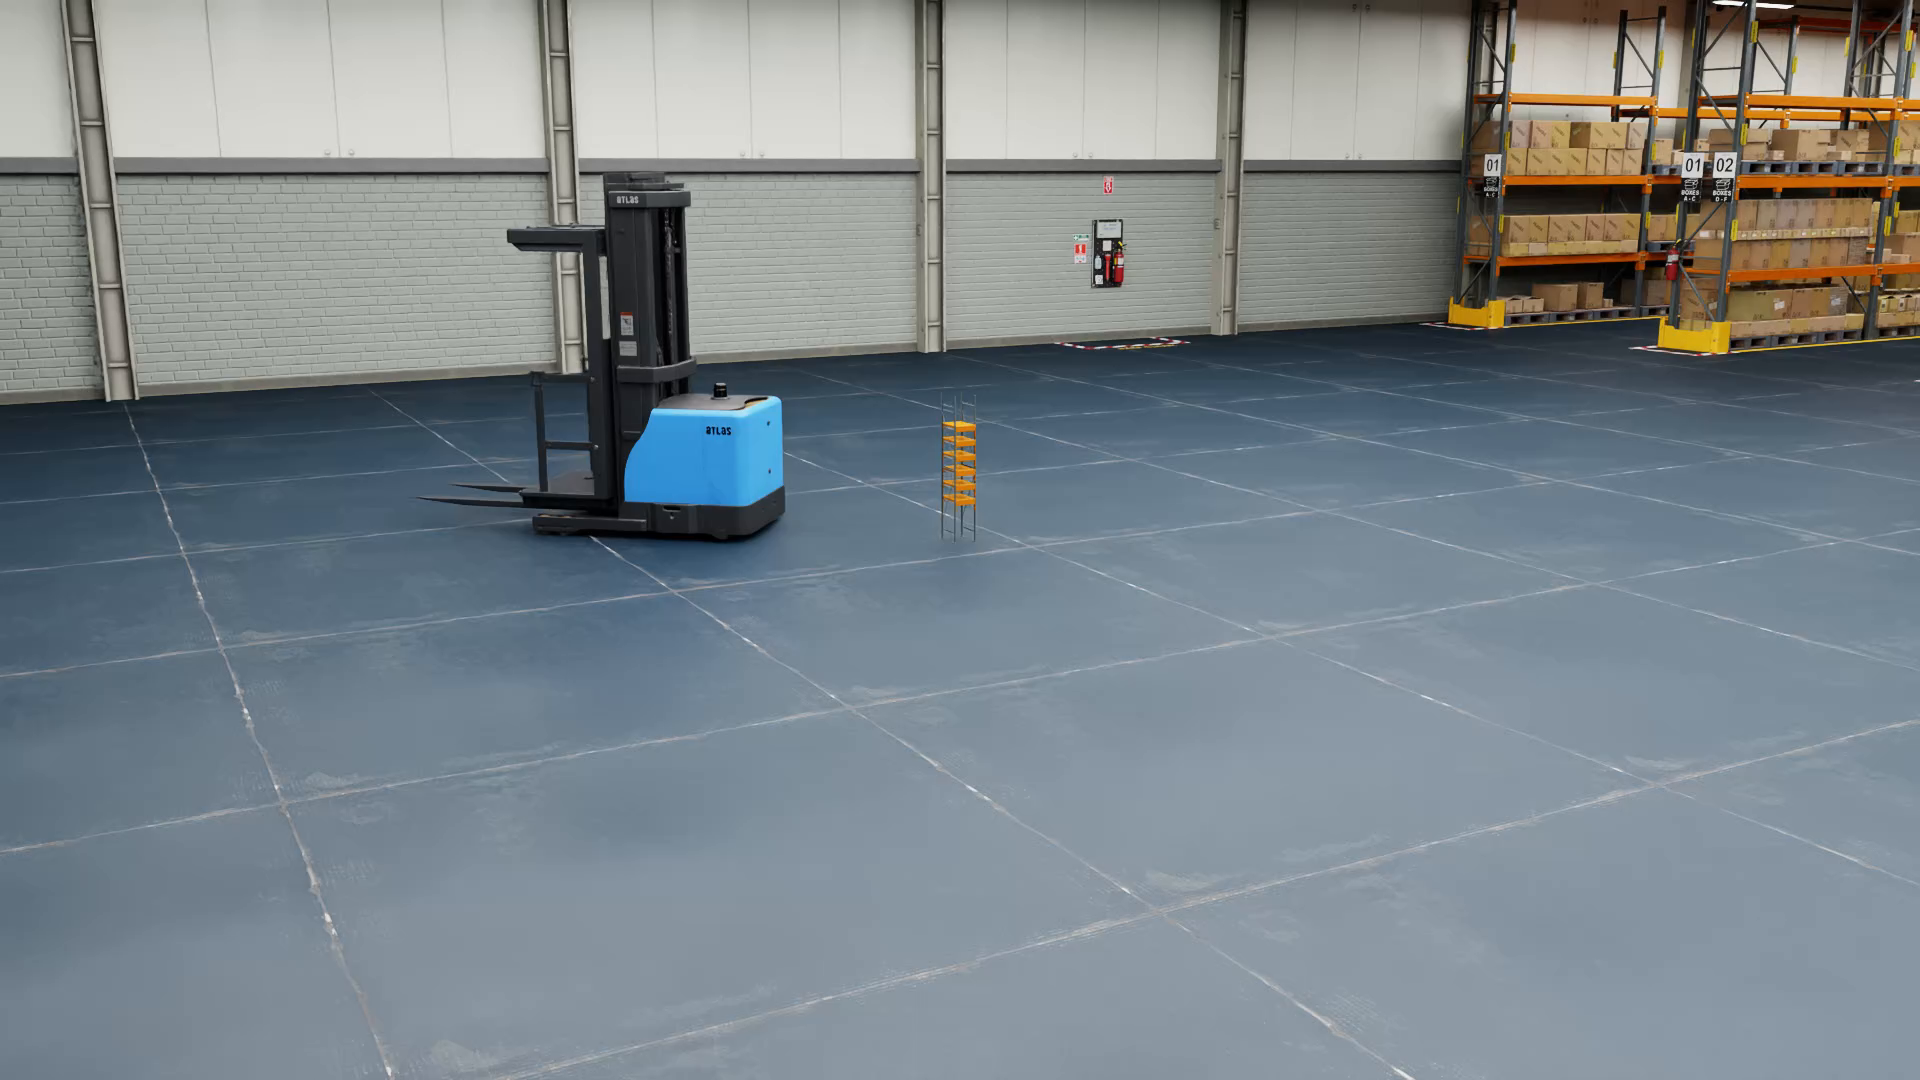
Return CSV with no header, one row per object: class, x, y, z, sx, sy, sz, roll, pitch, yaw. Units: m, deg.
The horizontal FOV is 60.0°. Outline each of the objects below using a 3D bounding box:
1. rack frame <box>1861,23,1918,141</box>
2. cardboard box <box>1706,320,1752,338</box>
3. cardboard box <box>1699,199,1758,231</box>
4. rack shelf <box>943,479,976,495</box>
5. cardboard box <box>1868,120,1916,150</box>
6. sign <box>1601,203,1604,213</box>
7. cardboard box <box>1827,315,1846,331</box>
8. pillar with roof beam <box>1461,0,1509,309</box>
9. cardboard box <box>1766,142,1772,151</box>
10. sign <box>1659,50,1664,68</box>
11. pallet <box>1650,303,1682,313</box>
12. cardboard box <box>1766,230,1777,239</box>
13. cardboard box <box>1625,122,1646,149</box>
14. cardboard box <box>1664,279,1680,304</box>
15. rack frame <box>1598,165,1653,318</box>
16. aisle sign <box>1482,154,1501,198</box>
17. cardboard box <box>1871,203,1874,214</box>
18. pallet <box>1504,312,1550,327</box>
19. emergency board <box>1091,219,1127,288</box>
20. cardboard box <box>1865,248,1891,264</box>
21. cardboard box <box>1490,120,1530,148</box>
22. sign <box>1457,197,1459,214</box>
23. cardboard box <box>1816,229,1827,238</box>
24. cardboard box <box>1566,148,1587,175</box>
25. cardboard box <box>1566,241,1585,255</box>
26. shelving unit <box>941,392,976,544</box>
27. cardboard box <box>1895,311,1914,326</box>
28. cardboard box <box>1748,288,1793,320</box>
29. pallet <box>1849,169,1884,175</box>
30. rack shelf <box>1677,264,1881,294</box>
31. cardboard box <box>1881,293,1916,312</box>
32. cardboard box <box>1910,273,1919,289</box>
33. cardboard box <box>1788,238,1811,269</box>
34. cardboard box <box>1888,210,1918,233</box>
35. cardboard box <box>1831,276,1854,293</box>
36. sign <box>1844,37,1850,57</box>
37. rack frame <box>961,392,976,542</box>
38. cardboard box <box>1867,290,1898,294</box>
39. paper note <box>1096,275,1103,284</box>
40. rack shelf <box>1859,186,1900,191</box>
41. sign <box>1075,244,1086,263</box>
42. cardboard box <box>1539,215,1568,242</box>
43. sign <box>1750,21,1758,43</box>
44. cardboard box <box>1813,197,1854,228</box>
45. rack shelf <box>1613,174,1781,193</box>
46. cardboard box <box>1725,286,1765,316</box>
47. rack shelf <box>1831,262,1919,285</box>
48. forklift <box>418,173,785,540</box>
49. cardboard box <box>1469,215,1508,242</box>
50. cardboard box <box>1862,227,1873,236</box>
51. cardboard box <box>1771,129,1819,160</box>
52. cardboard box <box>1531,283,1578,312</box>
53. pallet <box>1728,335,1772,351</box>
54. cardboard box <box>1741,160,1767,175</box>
rack frame,20.394,-9.790,36.614,0.127,3.000,1.000,-7,14,-28
cardboard box,12.816,-3.523,27.739,0.500,0.250,0.500,-7,14,-28
cardboard box,12.701,-5.380,27.502,0.500,0.500,0.700,-7,14,-28
rack shelf,-0.013,-0.423,13.507,0.180,0.103,0.258,-7,14,-28
cardboard box,16.310,-7.085,29.106,0.500,0.500,0.500,-7,14,-27
sign,13.103,-6.693,33.879,0.005,0.325,0.100,-7,14,-28
cardboard box,15.003,-3.789,28.919,0.500,0.250,0.500,-7,14,-28
pillar with roof beam,12.124,-7.938,28.386,0.548,9.000,9.100,-7,14,-28
cardboard box,13.611,-6.570,28.066,0.500,0.311,0.500,-5,14,-21
sign,13.616,-9.336,32.290,0.005,0.325,0.100,-7,14,-28
pallet,15.127,-4.872,34.778,1.213,0.211,1.003,-7,14,-28
cardboard box,13.359,-5.092,27.697,0.250,0.149,0.380,-7,14,-29
cardboard box,13.063,-7.926,32.614,0.500,0.500,0.500,-8,15,-33
cardboard box,14.440,-5.161,34.402,0.500,0.500,0.700,-7,15,-29
rack frame,13.372,-6.021,33.533,0.127,3.000,1.000,-7,14,-28
aisle sign,9.942,-6.803,31.087,0.004,0.787,0.394,-7,14,-28
cardboard box,19.654,-7.282,36.476,0.500,0.250,0.500,-6,14,-27
pallet,10.658,-4.327,32.354,1.213,0.211,1.003,-7,14,-28
emergency board,2.608,-4.957,28.804,0.643,1.169,0.194,-7,14,-28
cardboard box,16.161,-5.054,29.577,0.500,0.250,0.500,-6,14,-24
cardboard box,10.316,-7.604,31.183,0.500,0.500,0.500,-8,15,-32
sign,9.613,-6.429,31.986,0.005,0.325,0.100,-7,14,-28
cardboard box,14.498,-5.229,28.308,0.250,0.149,0.380,-6,14,-26
cardboard box,11.677,-7.275,31.998,0.500,0.500,0.500,-6,14,-24
cardboard box,11.786,-5.690,32.356,0.500,0.250,0.500,-7,14,-27
shelving unit,-0.013,-0.584,13.471,0.189,1.200,0.258,-7,14,-28
cardboard box,16.671,-3.979,29.763,0.500,0.250,0.500,-6,14,-26
cardboard box,13.686,-3.997,28.137,0.500,0.500,0.500,-7,14,-28
pallet,19.613,-8.127,36.493,1.217,0.209,0.805,-8,15,-30
rack shelf,13.994,-4.506,28.437,4.000,0.370,1.077,-7,14,-28
cardboard box,16.673,-4.251,29.696,0.500,0.311,0.500,-7,14,-29
cardboard box,21.542,-5.959,37.995,0.500,0.500,0.700,-7,14,-28
cardboard box,14.012,-4.905,28.345,0.500,0.500,0.700,-6,14,-26
cardboard box,20.878,-7.063,37.479,0.700,0.700,0.980,-7,14,-27
cardboard box,19.107,-5.832,36.629,0.750,0.750,0.750,-6,14,-26
sign,15.479,-8.592,28.982,0.005,0.325,0.100,-7,14,-28
rack frame,0.068,-0.593,13.513,0.006,1.200,0.240,-7,14,-28
cardboard box,16.860,-4.410,30.402,0.500,0.311,0.500,-7,14,-28
paper note,2.419,-4.522,28.877,0.142,0.148,0.016,-7,14,-28
rack shelf,22.150,-8.186,37.957,4.000,0.370,1.077,-7,14,-28
sign,2.073,-4.936,28.630,0.234,0.329,0.001,-7,14,-28
cardboard box,11.320,-5.999,32.019,0.500,0.500,0.500,-7,15,-30
sign,12.499,-7.998,26.166,0.005,0.325,0.100,-7,14,-28
cardboard box,14.920,-5.648,28.689,0.500,0.500,0.700,-7,14,-28
rack shelf,15.128,-7.344,34.217,4.000,0.370,1.077,-7,14,-28
cardboard box,13.437,-4.097,28.582,0.500,0.500,0.500,-7,14,-28
rack shelf,17.505,-4.927,30.307,4.000,0.370,1.077,-7,14,-28
forklift,-3.077,-1.575,13.930,3.031,2.935,1.130,3,13,12
cardboard box,10.173,-5.994,31.997,0.500,0.500,0.500,-7,14,-28
cardboard box,15.613,-5.362,28.900,0.250,0.149,0.380,-7,14,-28
cardboard box,13.827,-6.554,27.563,0.500,0.500,0.500,-7,14,-28
cardboard box,11.680,-4.779,32.702,0.500,0.500,0.700,-8,15,-31
pallet,12.890,-3.374,28.122,1.213,0.211,1.003,-7,14,-28
cardboard box,16.381,-7.744,34.513,0.500,0.311,0.500,-7,14,-28
